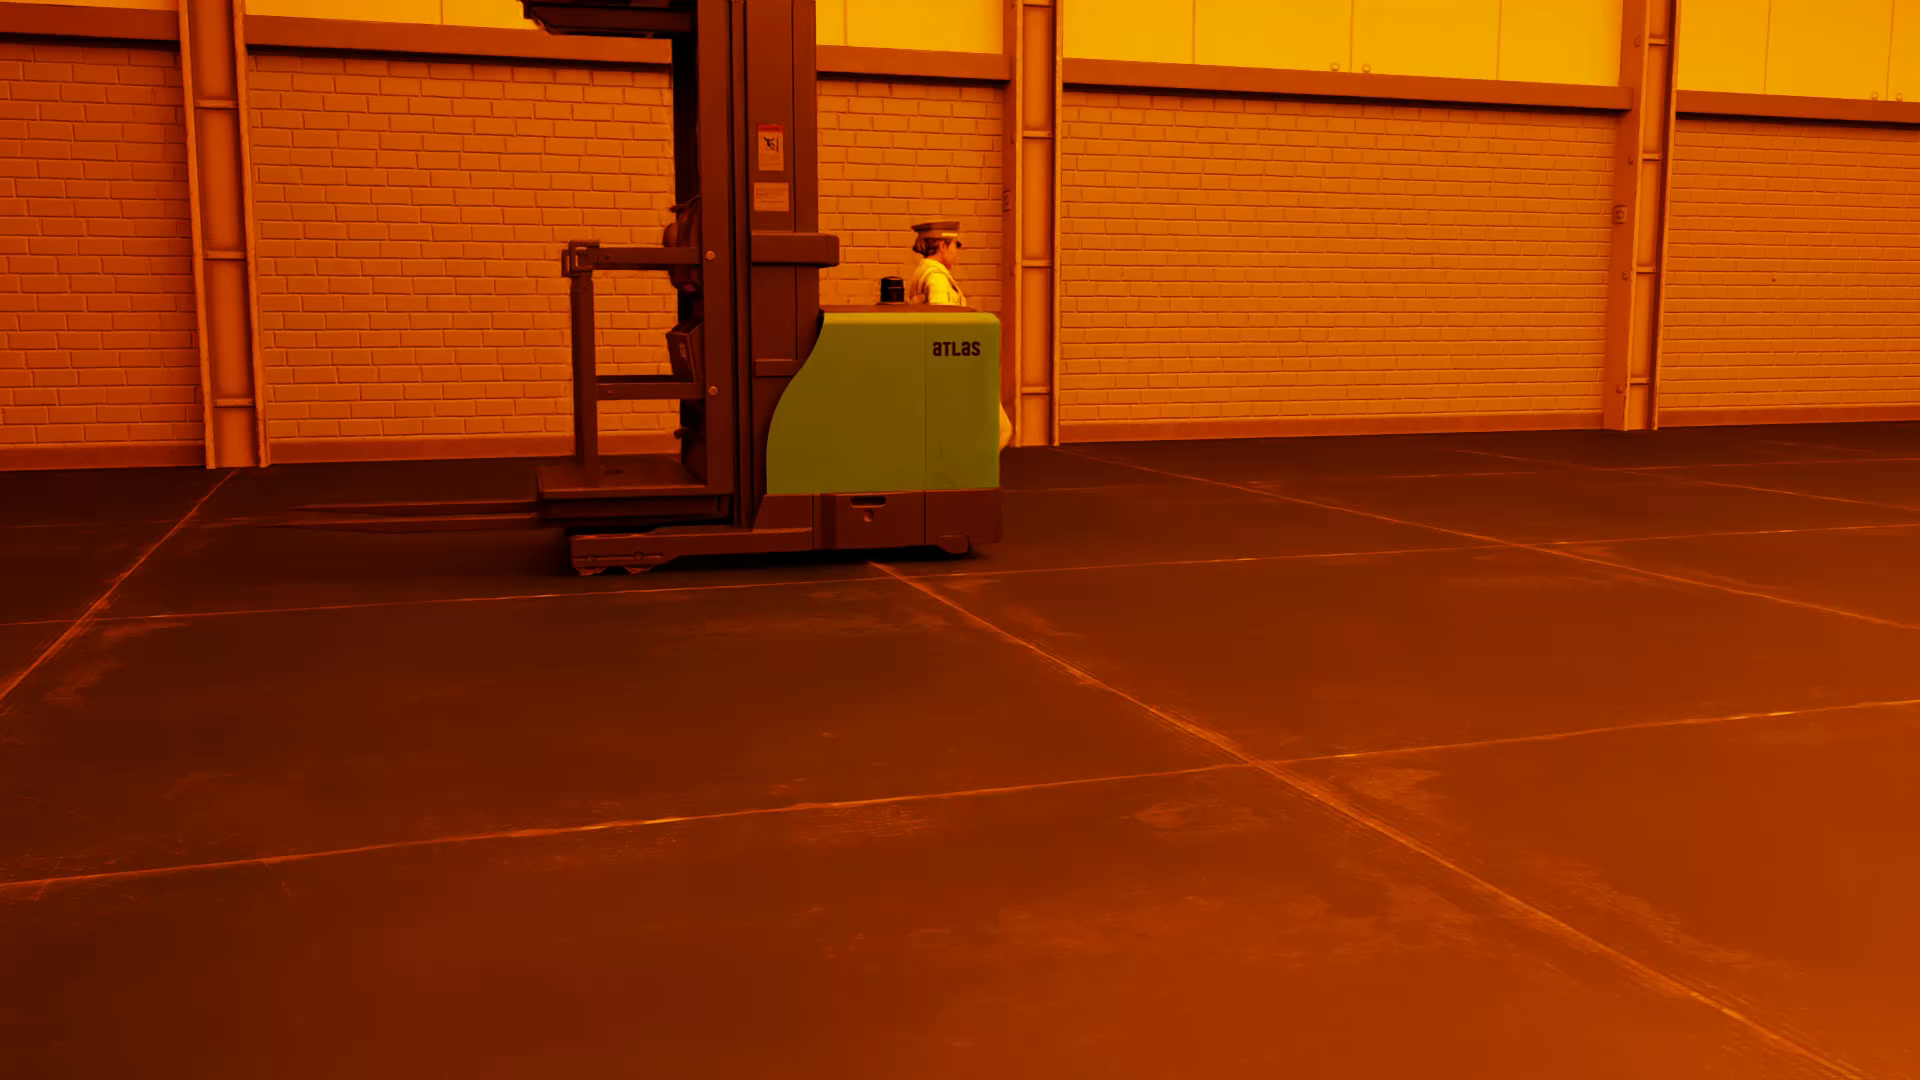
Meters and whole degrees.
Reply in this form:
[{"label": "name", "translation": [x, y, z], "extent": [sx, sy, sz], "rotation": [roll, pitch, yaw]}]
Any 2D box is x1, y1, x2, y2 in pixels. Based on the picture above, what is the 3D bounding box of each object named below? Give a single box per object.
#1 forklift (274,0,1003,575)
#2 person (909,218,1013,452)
[{"label": "forklift", "translation": [-1.386, -1.385, 7.231], "extent": [3.031, 2.935, 1.130], "rotation": [-2, 8, -15]}, {"label": "person", "translation": [-0.069, -0.886, 8.590], "extent": [0.568, 1.534, 0.815], "rotation": [-2, 8, -12]}]
